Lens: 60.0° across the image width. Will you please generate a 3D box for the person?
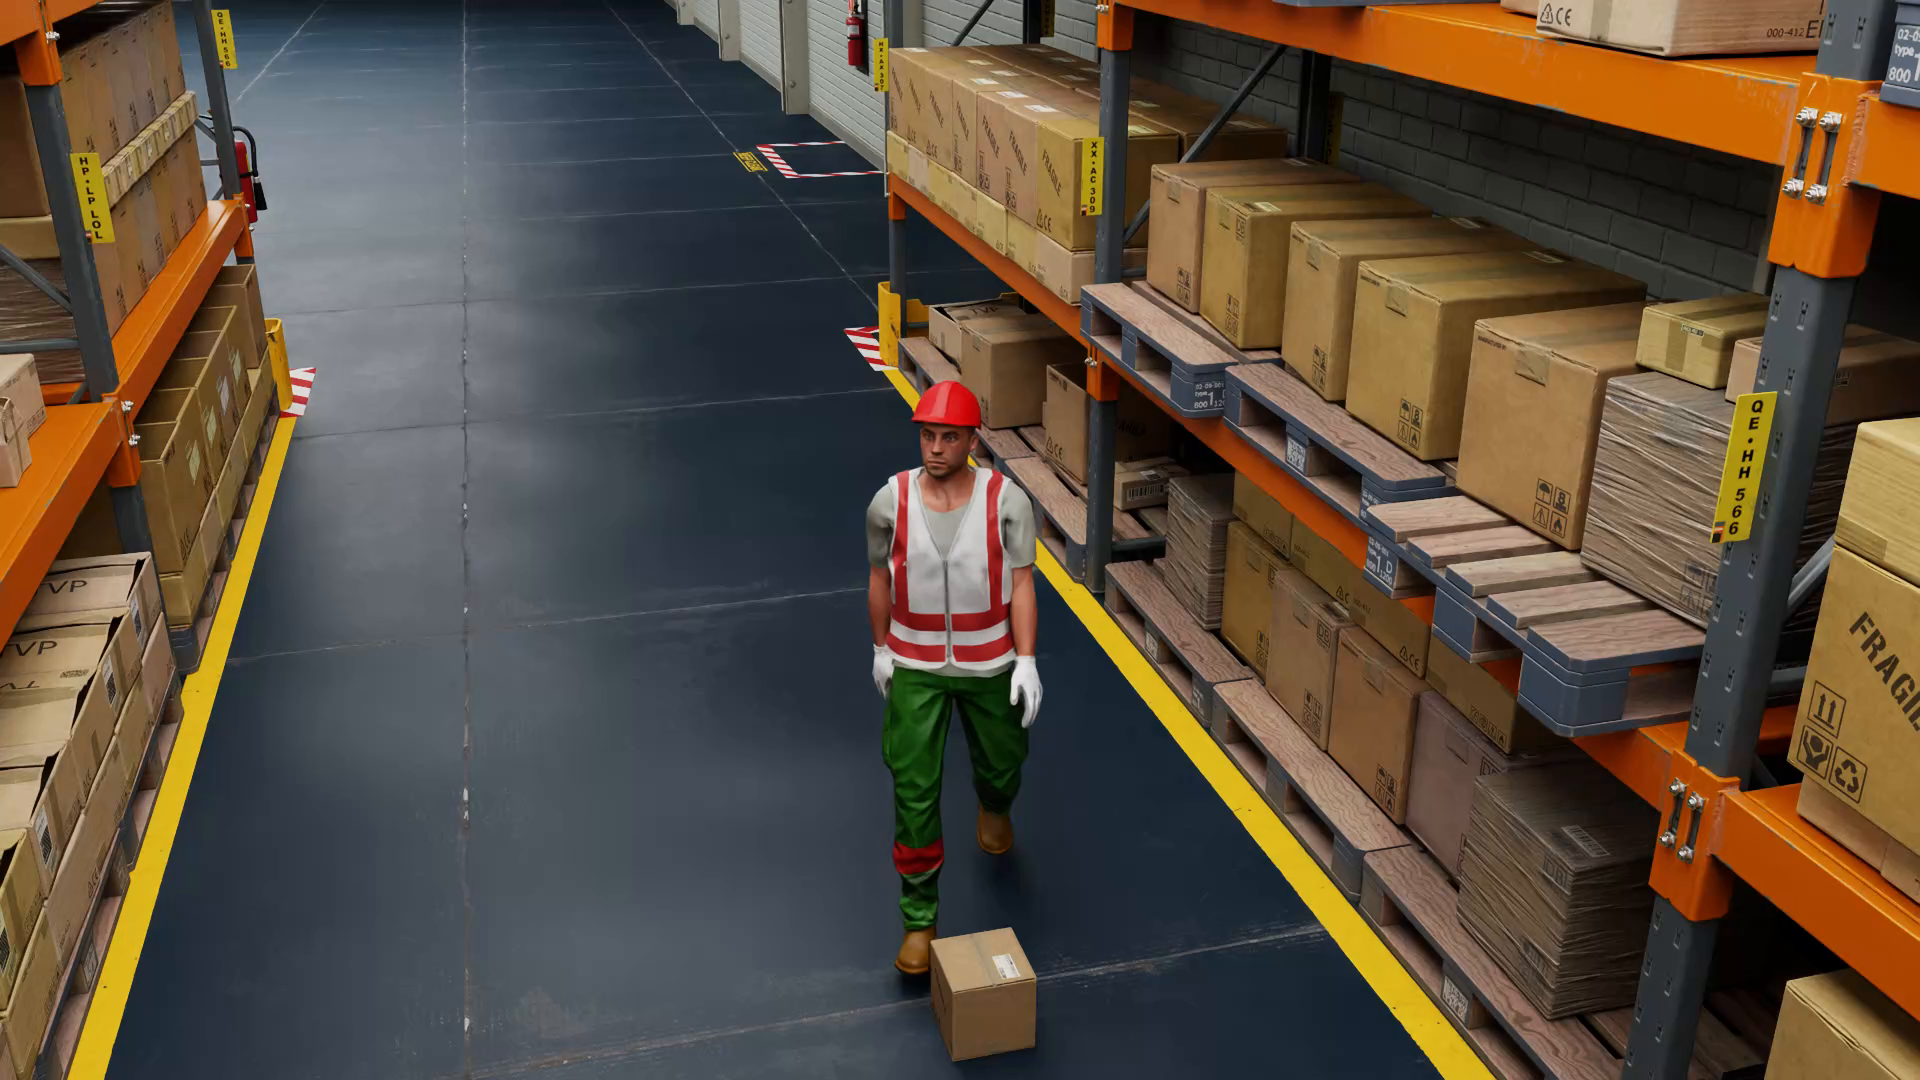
[{"bbox_3d":[-0.019,0.390,5.119,0.546,1.763,0.889,0,23,0],"label":"person"}]
